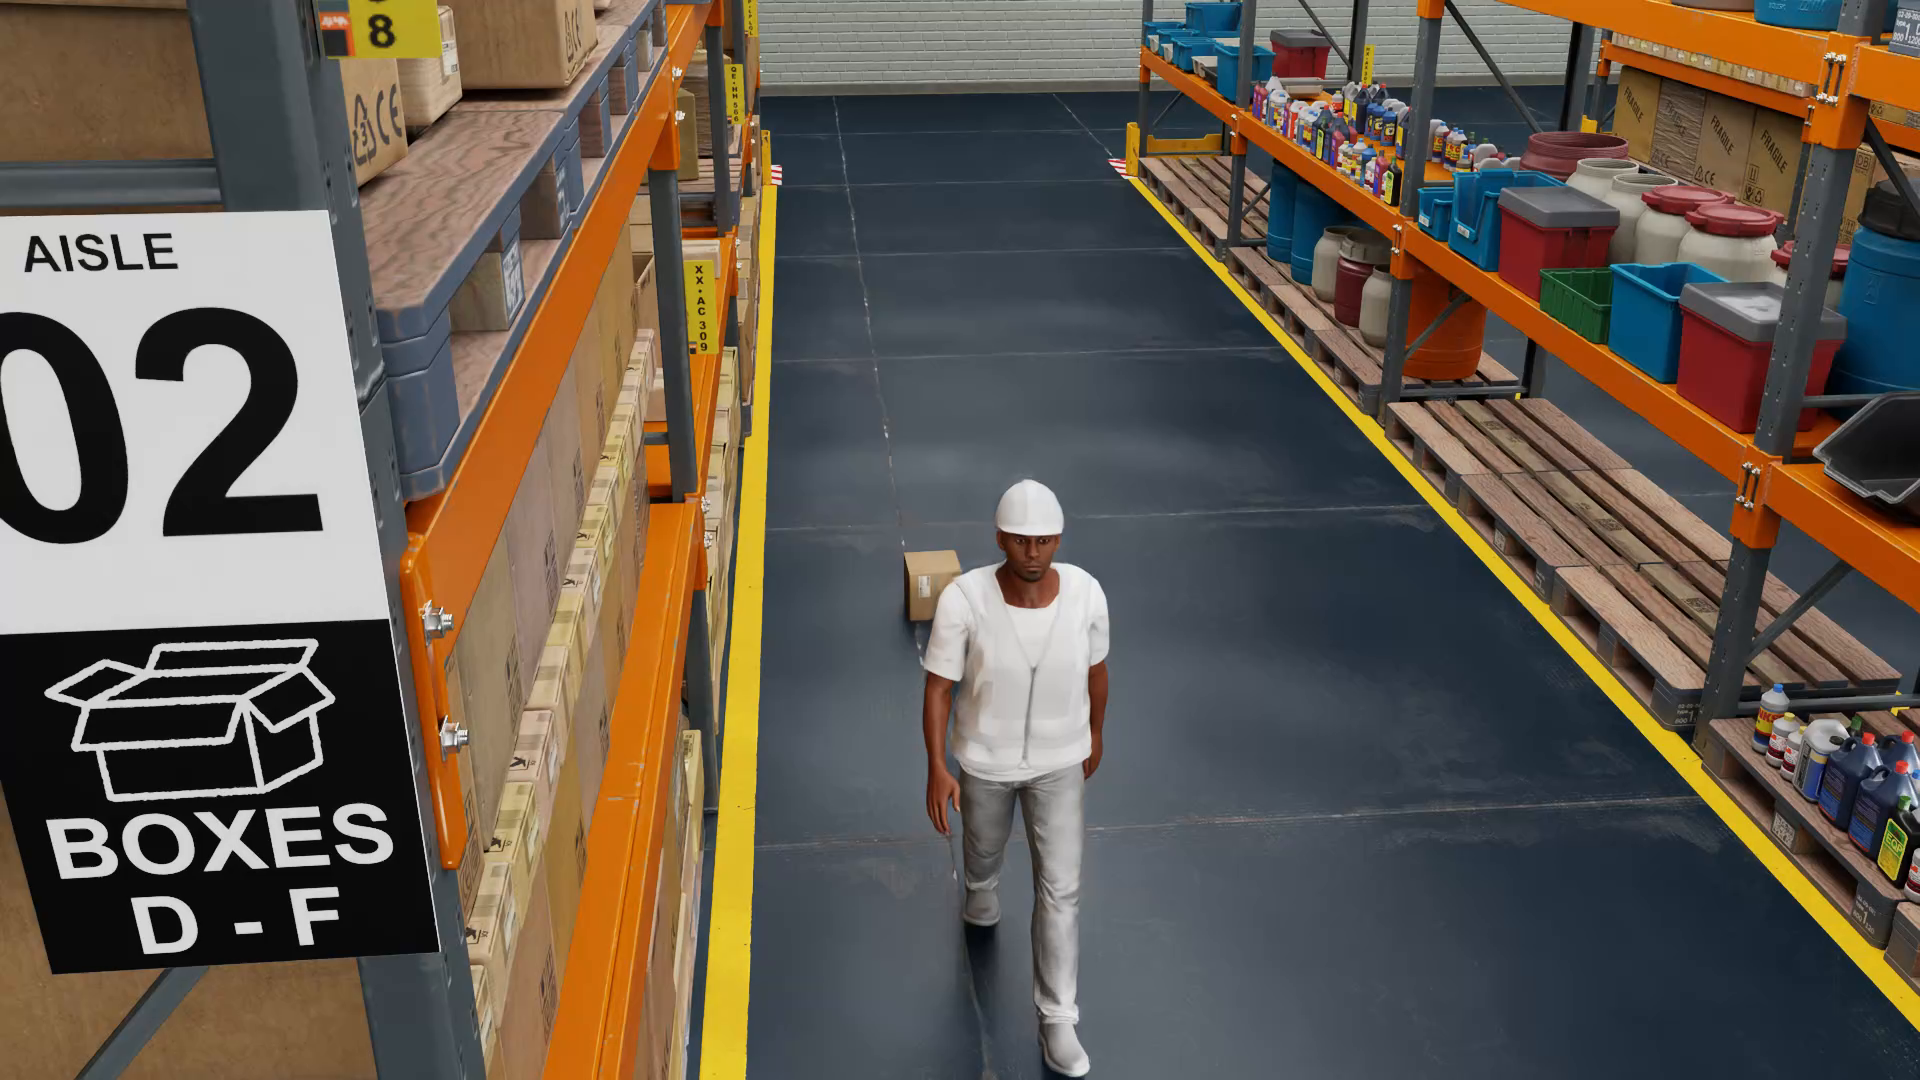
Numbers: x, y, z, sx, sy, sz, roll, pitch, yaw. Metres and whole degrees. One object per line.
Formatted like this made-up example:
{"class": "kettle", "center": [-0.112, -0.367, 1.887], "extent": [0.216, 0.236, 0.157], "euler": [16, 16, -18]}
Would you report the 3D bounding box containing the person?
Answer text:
{"class": "person", "center": [0.179, 0.666, 5.059], "extent": [0.586, 1.722, 1.048], "euler": [-1, 24, -2]}
